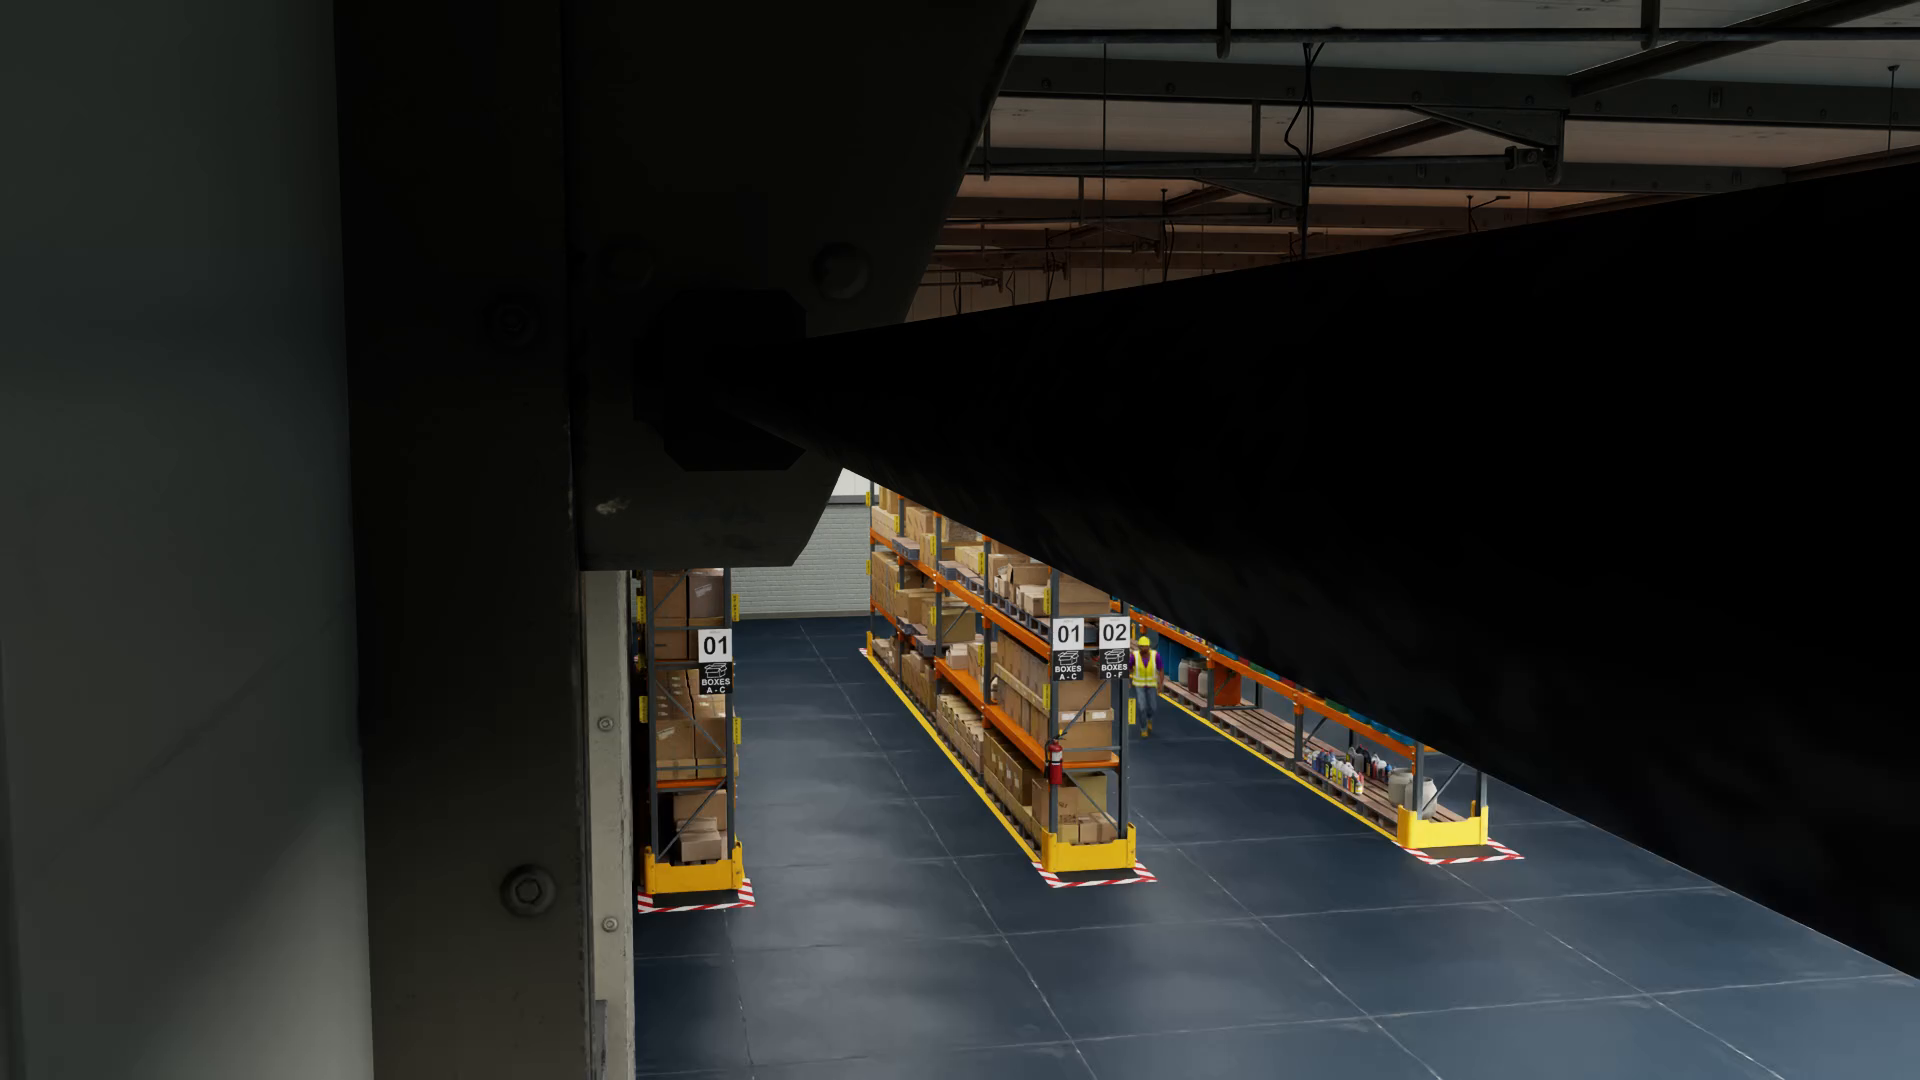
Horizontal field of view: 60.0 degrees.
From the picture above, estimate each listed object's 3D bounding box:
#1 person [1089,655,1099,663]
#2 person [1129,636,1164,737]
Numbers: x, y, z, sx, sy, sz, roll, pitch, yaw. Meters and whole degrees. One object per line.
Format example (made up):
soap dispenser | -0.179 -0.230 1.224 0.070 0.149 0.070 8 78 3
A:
person | 2.730 1.883 34.228 0.572 1.734 1.113 2 6 18
person | 3.171 2.489 28.571 0.636 1.739 0.678 0 6 -1
